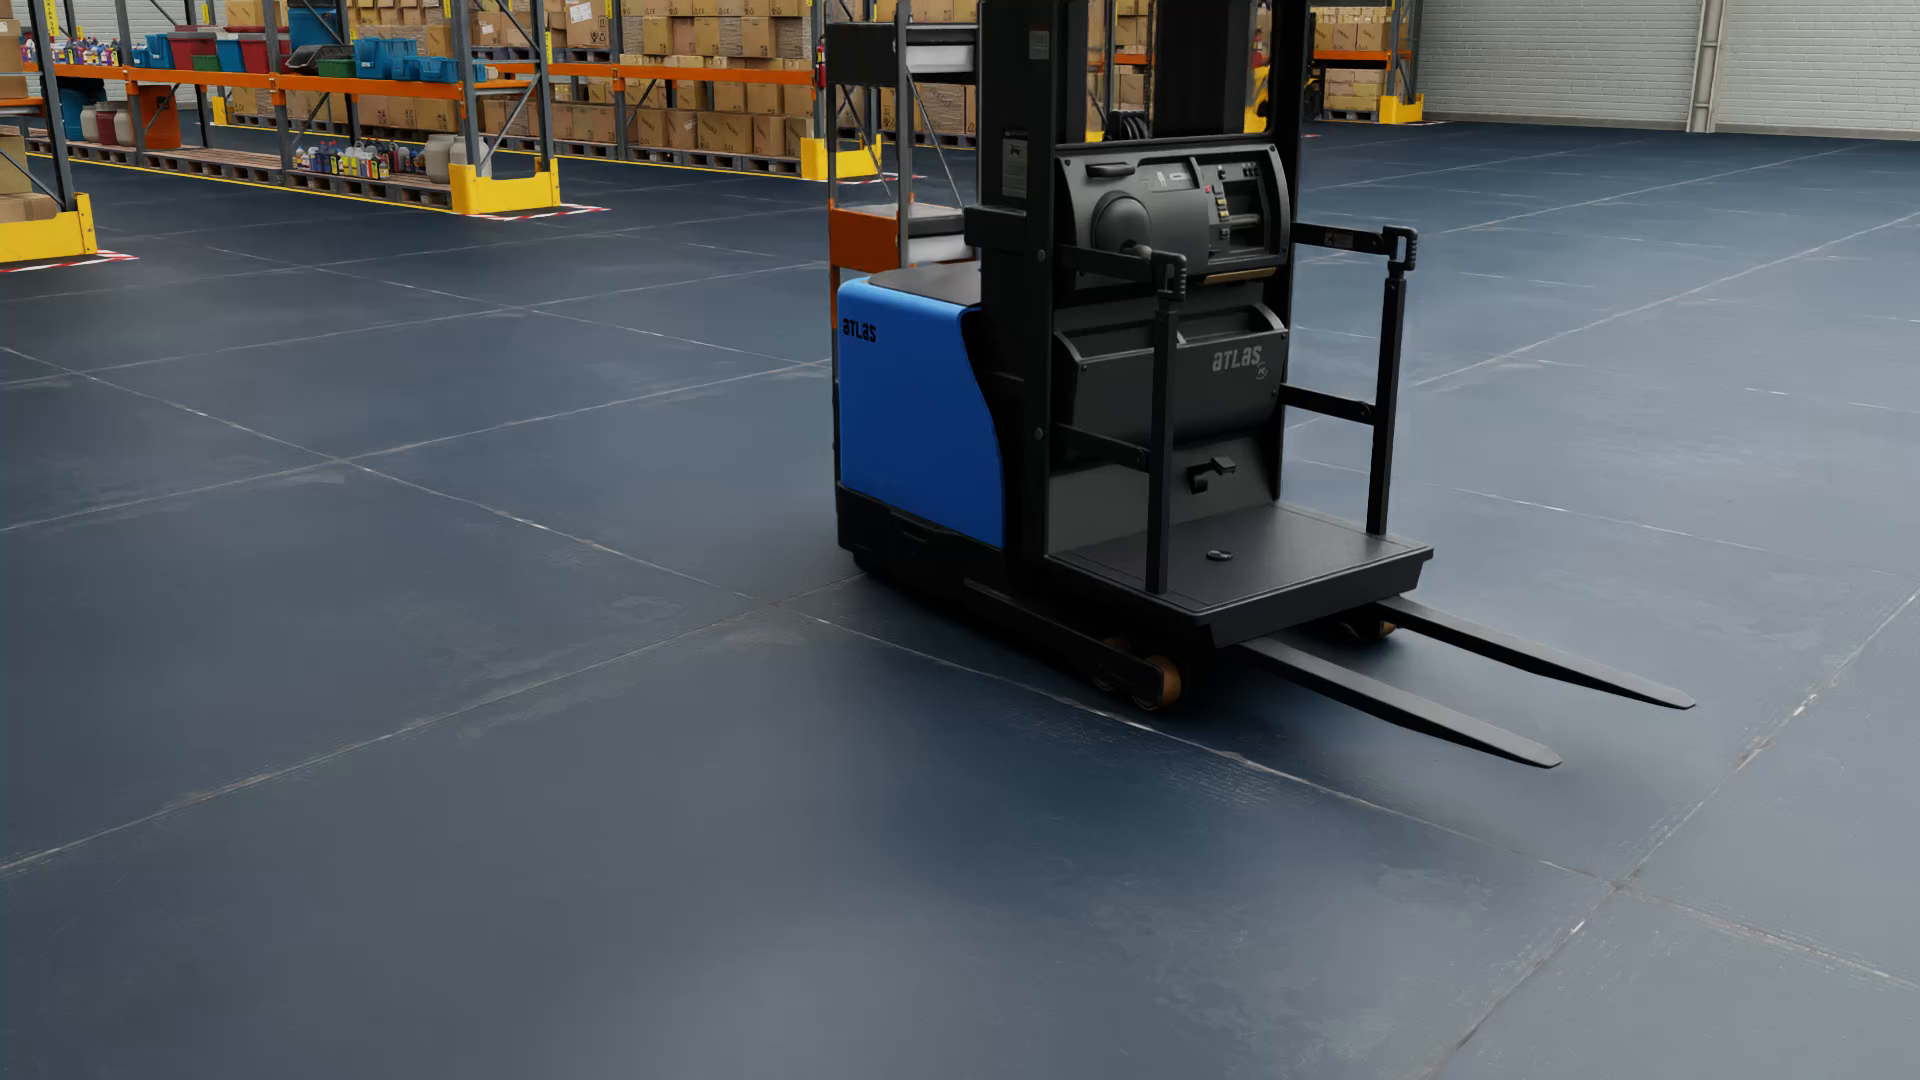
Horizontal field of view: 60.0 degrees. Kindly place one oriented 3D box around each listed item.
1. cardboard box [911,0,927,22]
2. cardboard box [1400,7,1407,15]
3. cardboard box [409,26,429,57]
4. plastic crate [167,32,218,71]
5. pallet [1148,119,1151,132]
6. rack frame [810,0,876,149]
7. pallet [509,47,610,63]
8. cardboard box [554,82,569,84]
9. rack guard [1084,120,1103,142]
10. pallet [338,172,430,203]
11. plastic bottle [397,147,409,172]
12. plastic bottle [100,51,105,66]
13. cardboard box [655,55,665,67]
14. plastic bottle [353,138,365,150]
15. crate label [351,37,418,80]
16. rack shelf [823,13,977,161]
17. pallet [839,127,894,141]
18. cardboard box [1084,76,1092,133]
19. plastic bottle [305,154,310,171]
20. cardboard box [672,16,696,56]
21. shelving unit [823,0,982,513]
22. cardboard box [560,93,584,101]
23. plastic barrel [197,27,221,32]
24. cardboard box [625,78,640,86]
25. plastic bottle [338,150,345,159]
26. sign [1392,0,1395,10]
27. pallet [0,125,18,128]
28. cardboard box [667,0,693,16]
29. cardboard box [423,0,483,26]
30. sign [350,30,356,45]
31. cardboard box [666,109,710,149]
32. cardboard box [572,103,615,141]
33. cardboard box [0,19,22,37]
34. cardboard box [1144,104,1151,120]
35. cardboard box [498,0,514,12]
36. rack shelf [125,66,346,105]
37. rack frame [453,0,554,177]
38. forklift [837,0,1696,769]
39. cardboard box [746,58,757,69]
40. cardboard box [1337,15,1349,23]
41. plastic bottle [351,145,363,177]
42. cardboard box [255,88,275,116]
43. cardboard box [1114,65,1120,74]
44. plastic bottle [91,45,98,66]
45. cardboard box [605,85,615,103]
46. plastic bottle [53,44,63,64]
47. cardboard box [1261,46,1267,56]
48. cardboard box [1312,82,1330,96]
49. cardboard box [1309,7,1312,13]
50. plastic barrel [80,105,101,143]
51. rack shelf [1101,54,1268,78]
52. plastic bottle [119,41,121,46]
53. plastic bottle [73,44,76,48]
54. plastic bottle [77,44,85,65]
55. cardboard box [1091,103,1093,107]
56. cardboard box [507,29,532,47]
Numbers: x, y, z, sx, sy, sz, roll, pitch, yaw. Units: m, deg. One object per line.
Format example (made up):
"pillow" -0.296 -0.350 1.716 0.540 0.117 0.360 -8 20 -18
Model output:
"cardboard box" -0.336 -8.406 26.108 0.550 0.550 0.875 15 23 39
"cardboard box" 8.307 -10.061 31.626 0.250 0.149 0.380 14 23 38
"cardboard box" -8.340 -7.879 26.315 0.500 0.500 0.500 15 23 39
"plastic crate" -9.719 -6.204 21.094 0.583 0.464 0.402 15 23 39
"pallet" 3.575 -7.425 29.660 1.213 0.211 1.003 15 23 39
"rack frame" -1.454 -6.081 20.814 0.127 3.000 1.000 15 23 39
"pallet" -5.930 -7.208 24.681 1.213 0.211 1.003 15 23 39
"cardboard box" -7.916 -9.058 33.231 0.250 0.149 0.380 16 23 40
"rack guard" 1.932 -5.987 24.649 0.348 0.500 1.175 15 23 39
"pallet" -6.342 -4.045 19.009 1.213 0.211 1.003 15 23 39
"plastic bottle" -6.556 -4.474 19.526 0.135 0.276 0.152 16 23 40
"plastic bottle" -11.630 -6.550 22.620 0.097 0.201 0.097 0 18 0
"cardboard box" -3.907 -6.508 22.575 0.250 0.149 0.380 15 23 39
"plastic bottle" -7.156 -4.614 19.843 0.185 0.351 0.144 15 23 39
"crate label" -6.298 -5.286 18.249 0.616 0.435 0.502 15 23 39
"rack shelf" -0.212 -1.746 6.374 0.431 0.518 0.480 -13 22 -35
"pallet" -1.705 -6.795 27.673 1.213 0.211 1.003 15 23 39
"cardboard box" 1.363 -6.492 24.926 0.875 0.875 0.875 15 23 40
"plastic bottle" -7.634 -4.435 19.528 0.097 0.201 0.097 0 18 0
"cardboard box" -3.359 -6.783 22.370 0.500 0.500 0.875 15 23 39
"shelving unit" -0.212 -1.092 6.581 0.431 2.100 0.503 -13 22 -35
"cardboard box" -7.508 -8.567 32.174 0.250 0.149 0.380 16 23 40
"plastic barrel" -9.814 -6.462 21.829 0.421 0.512 0.421 0 18 0
"cardboard box" -5.905 -8.541 30.762 0.500 0.250 0.500 16 24 41
"plastic bottle" -7.129 -4.358 19.168 0.097 0.271 0.097 0 18 0
"sign" 8.046 -9.992 30.831 0.005 0.325 0.100 15 23 39
"pallet" -16.117 -6.670 27.278 1.213 0.211 1.003 15 23 39
"cardboard box" -3.529 -7.202 22.035 0.500 0.500 0.500 15 23 39
"cardboard box" -7.973 -8.364 26.183 0.637 0.503 0.797 16 24 41
"sign" -7.360 -6.018 20.157 0.005 0.325 0.100 15 23 39
"cardboard box" -3.739 -5.690 23.021 0.500 0.500 0.500 -10 20 -28
"cardboard box" -5.235 -6.131 24.375 0.500 0.500 0.700 15 23 39
"cardboard box" -8.183 -4.325 14.043 0.250 0.149 0.380 15 23 39
"cardboard box" 3.564 -7.524 29.211 0.500 0.250 0.500 14 22 37
"cardboard box" -8.754 -10.600 32.745 0.500 0.500 0.500 14 22 38
"rack shelf" -9.229 -5.822 21.188 4.000 0.370 1.077 15 23 39
"rack frame" -4.741 -4.960 17.283 0.127 3.000 1.000 15 23 39
"forklift" 0.818 -1.051 5.079 1.130 2.935 3.031 -13 22 -35
"cardboard box" -2.548 -6.174 21.522 0.250 0.149 0.380 15 23 39
"cardboard box" 7.429 -9.973 31.839 0.250 0.149 0.380 15 23 39
"plastic bottle" -6.807 -4.294 18.835 0.185 0.351 0.144 16 24 41
"cardboard box" -12.208 -8.188 30.271 0.875 0.875 0.875 15 23 39
"cardboard box" 2.834 -8.361 29.539 0.250 0.149 0.380 16 24 41
"plastic bottle" -11.849 -6.642 22.794 0.097 0.271 0.097 0 18 0
"cardboard box" -6.288 -8.287 31.203 0.500 0.500 0.500 16 24 42
"plastic bottle" -12.757 -6.899 23.597 0.135 0.276 0.152 15 23 39
"cardboard box" 5.008 -8.318 28.279 0.250 0.149 0.380 15 23 39
"cardboard box" 7.076 -8.804 32.418 0.500 0.250 0.500 14 23 38
"cardboard box" 6.857 -10.276 32.304 0.250 0.149 0.380 15 23 40
"plastic barrel" -12.428 -5.995 23.963 0.421 0.512 0.421 0 18 0
"rack shelf" 3.628 -8.382 29.253 4.000 0.370 1.077 15 23 39
"plastic bottle" -11.988 -7.015 23.837 0.185 0.351 0.144 15 23 39
"plastic bottle" -12.363 -6.803 23.282 0.133 0.283 0.061 15 23 39
"plastic bottle" -12.165 -6.725 23.037 0.133 0.283 0.061 15 23 39
"cardboard box" 2.031 -7.413 29.139 0.500 0.500 0.500 -3 18 -8
"cardboard box" -6.336 -7.427 24.610 0.500 0.250 0.500 14 22 38
